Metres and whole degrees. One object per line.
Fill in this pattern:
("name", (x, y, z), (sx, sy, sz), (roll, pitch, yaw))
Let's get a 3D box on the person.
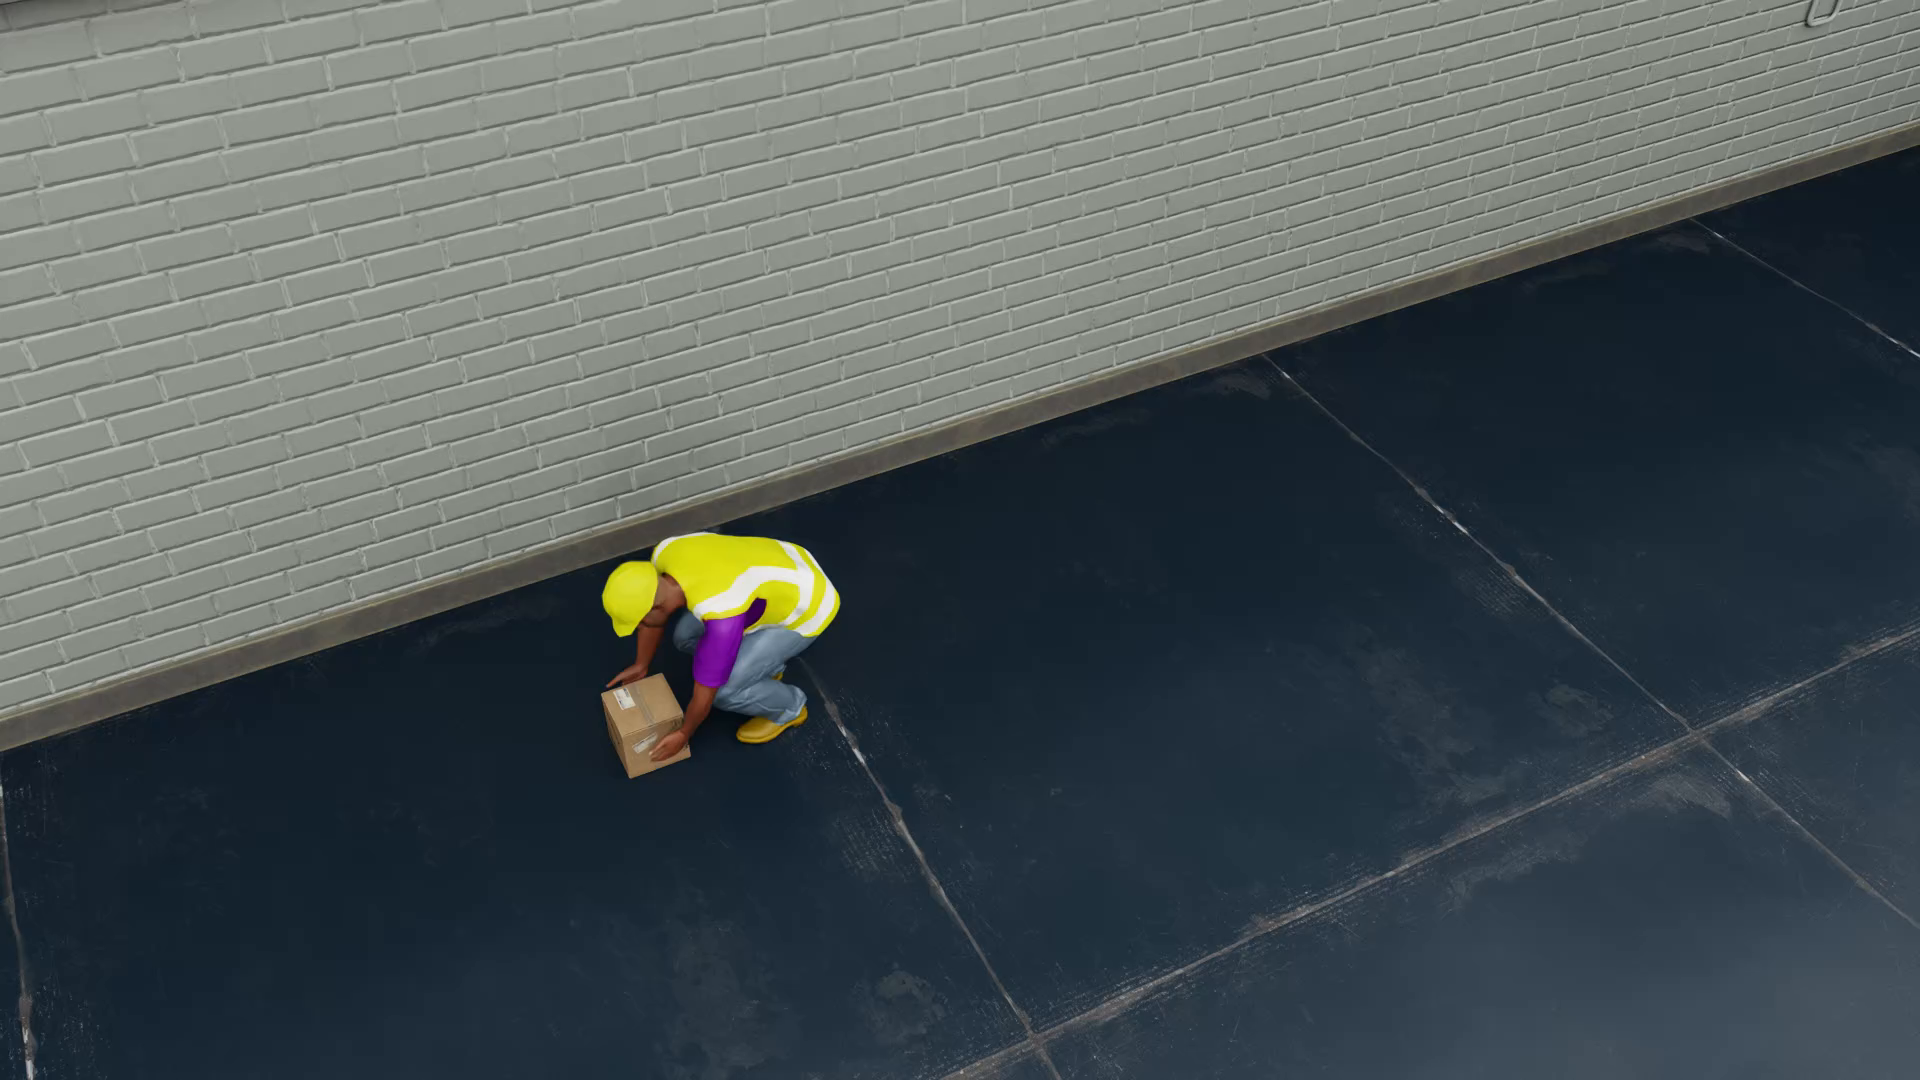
("person", (-0.885, 0.357, 6.321), (0.891, 0.994, 0.584), (-19, 44, -20))
